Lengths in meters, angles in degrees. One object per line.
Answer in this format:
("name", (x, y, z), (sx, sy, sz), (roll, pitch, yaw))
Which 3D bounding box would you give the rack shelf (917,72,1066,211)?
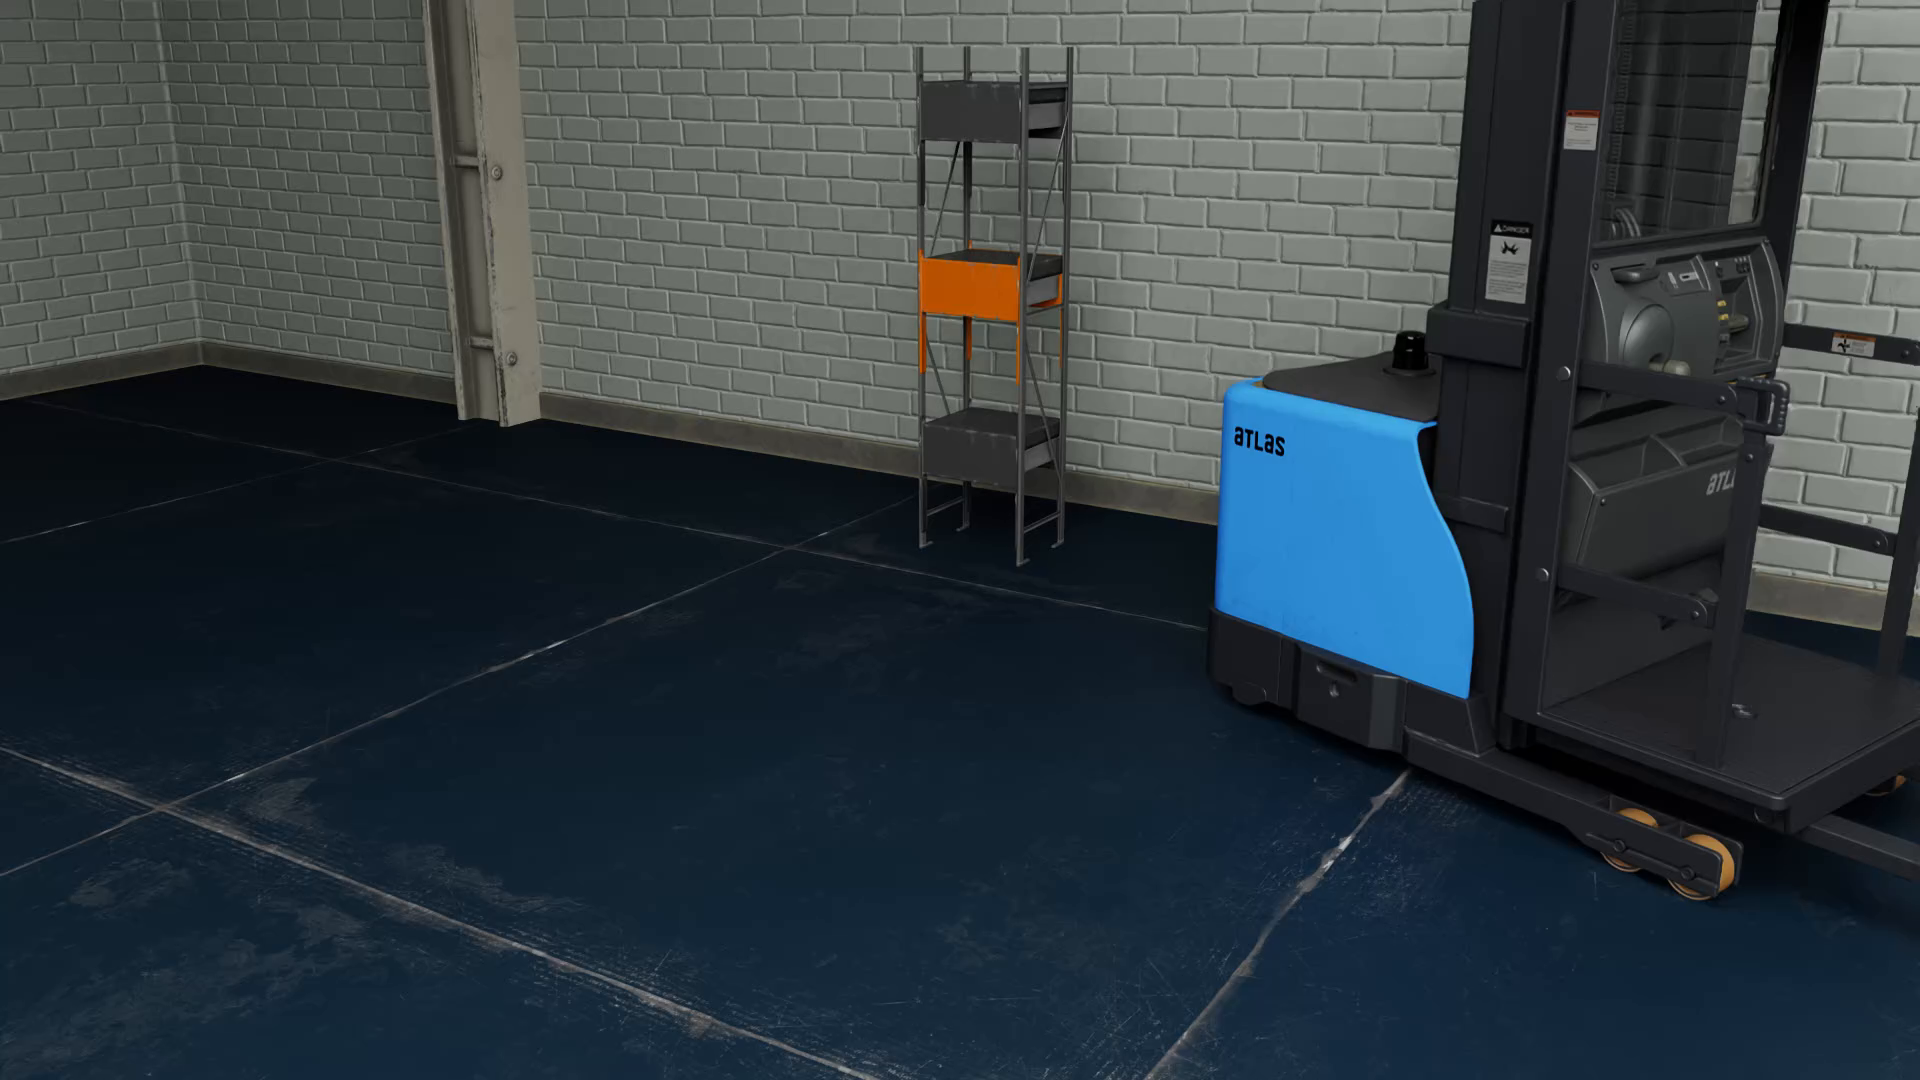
("rack shelf", (0.141, -1.636, 6.794), (0.480, 0.518, 0.431), (10, 20, 30))

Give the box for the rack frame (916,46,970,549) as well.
("rack frame", (-0.067, -1.017, 7.115), (0.015, 2.100, 0.400), (10, 20, 30))

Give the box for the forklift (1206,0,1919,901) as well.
("forklift", (2.139, -0.632, 4.420), (1.130, 2.935, 3.031), (-13, 21, -36))

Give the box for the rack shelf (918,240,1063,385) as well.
("rack shelf", (0.141, -0.966, 6.997), (0.480, 0.518, 0.431), (10, 20, 30))

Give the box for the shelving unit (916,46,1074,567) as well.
("shelving unit", (0.141, -0.979, 6.993), (0.503, 2.100, 0.431), (10, 20, 30))

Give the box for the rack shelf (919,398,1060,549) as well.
("rack shelf", (0.141, -0.297, 7.201), (0.480, 0.518, 0.431), (10, 20, 30))

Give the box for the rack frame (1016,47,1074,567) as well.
("rack frame", (0.349, -0.942, 6.871), (0.015, 2.100, 0.400), (10, 20, 30))

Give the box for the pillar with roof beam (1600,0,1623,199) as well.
("pillar with roof beam", (0.176, -3.041, 1.909), (0.400, 9.000, 9.100), (10, 20, 30))

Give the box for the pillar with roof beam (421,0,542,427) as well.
("pillar with roof beam", (-4.936, -3.953, 4.913), (0.400, 9.000, 9.100), (10, 20, 30))
